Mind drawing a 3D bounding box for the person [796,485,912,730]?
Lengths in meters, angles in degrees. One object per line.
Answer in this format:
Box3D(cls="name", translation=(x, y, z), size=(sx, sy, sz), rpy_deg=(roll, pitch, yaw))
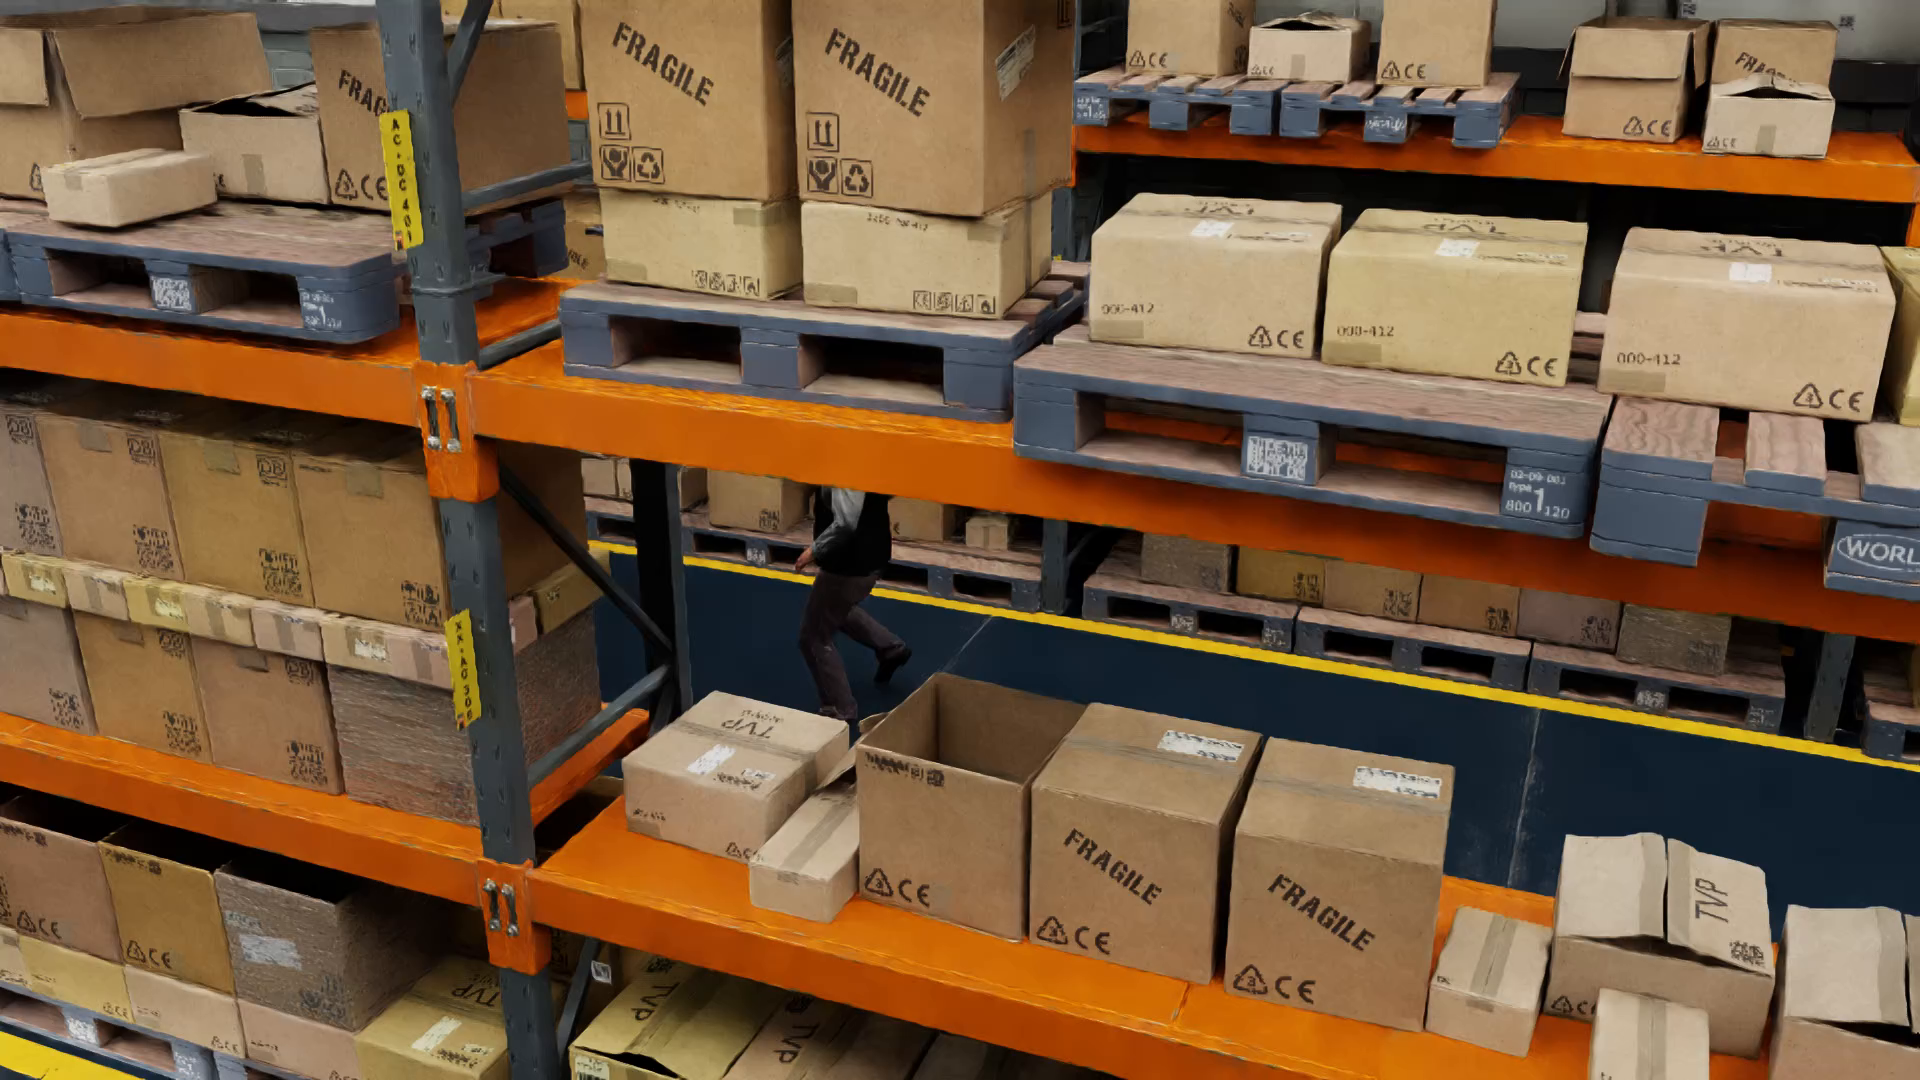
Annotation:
Box3D(cls="person", translation=(-0.554, 0.109, 8.133), size=(0.491, 1.692, 0.772), rpy_deg=(5, 23, 13))
